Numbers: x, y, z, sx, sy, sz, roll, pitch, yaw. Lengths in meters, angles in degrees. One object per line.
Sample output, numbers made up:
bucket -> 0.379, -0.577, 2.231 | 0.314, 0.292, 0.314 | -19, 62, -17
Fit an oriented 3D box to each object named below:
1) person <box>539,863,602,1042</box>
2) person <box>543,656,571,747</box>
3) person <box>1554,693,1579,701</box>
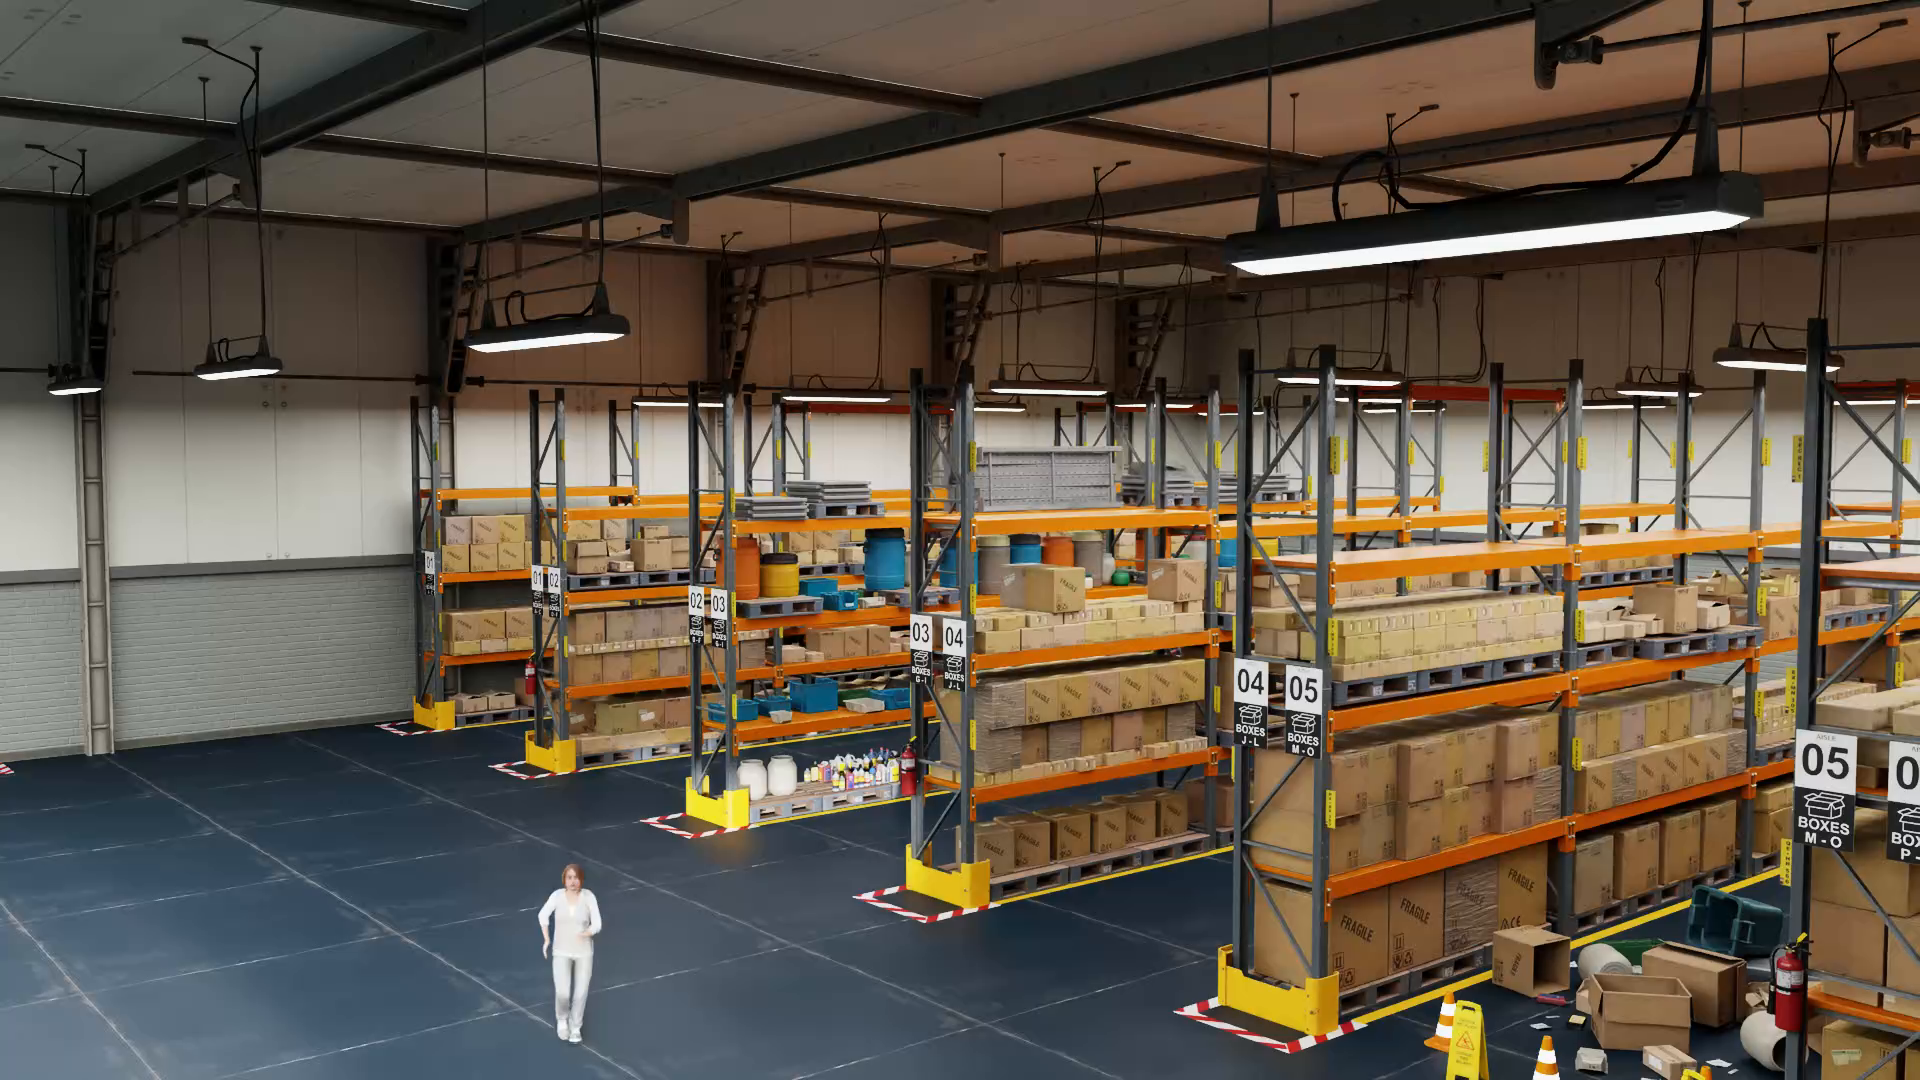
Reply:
person -> -3.306, 3.534, 14.137 | 0.515, 1.562, 0.596 | -1, 3, -16
person -> -6.743, 2.581, 28.181 | 0.708, 1.785, 1.000 | 3, 4, 39
person -> 8.682, 2.854, 23.799 | 0.826, 1.840, 0.650 | -3, 5, -43
